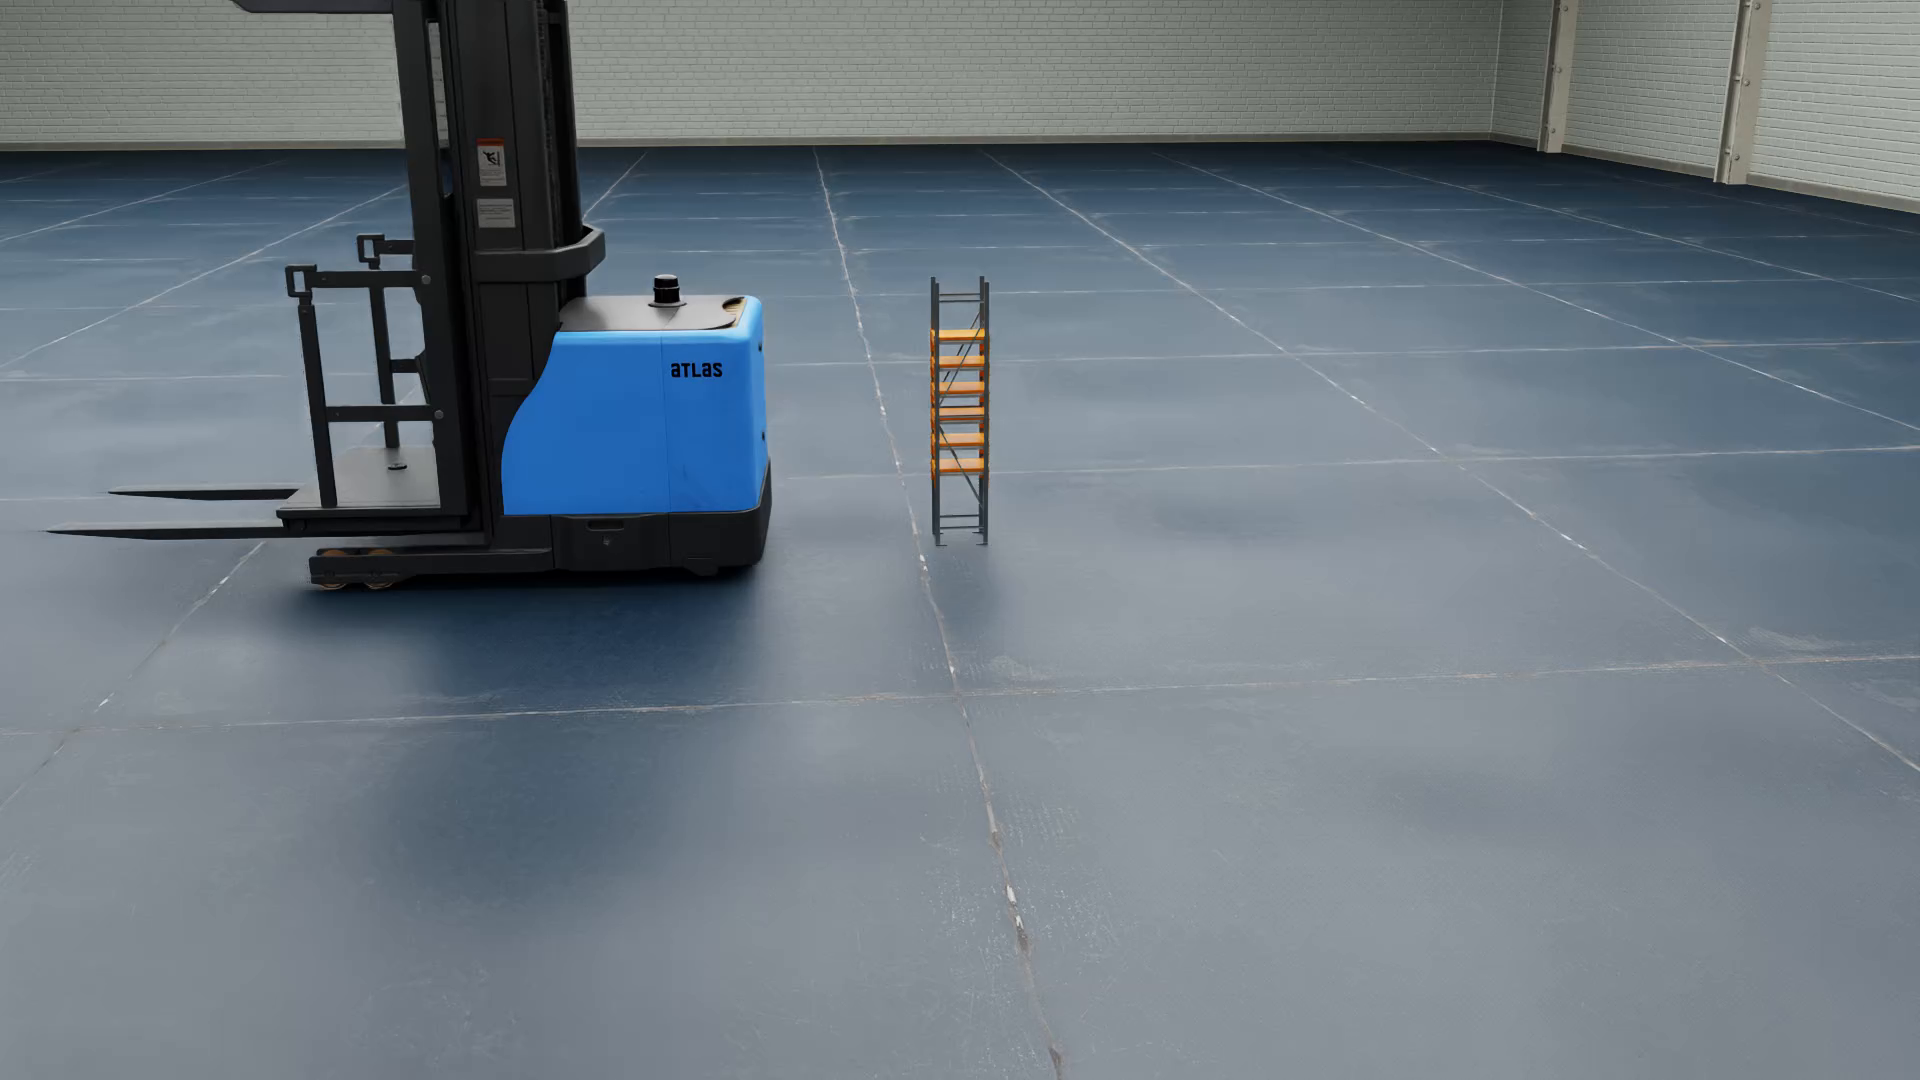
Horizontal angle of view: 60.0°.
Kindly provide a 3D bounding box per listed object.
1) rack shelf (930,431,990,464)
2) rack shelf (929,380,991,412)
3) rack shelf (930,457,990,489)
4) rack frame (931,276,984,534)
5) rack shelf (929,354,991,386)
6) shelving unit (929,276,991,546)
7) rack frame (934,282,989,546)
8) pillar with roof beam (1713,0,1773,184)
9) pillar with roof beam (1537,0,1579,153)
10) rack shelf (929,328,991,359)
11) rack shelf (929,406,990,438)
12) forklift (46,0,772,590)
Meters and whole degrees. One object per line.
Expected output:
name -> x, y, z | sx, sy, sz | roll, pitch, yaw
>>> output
rack shelf -> -0.001, -0.420, 7.560 | 0.258, 0.103, 0.180 | -2, 18, -6
rack shelf -> -0.001, -0.649, 7.488 | 0.258, 0.103, 0.180 | -2, 18, -6
rack shelf -> -0.001, -0.305, 7.596 | 0.258, 0.103, 0.180 | -2, 18, -6
rack frame -> -0.011, -0.604, 7.598 | 0.240, 1.200, 0.006 | -2, 18, -6
rack shelf -> -0.002, -0.763, 7.453 | 0.258, 0.103, 0.180 | -2, 18, -6
shelving unit -> -0.001, -0.577, 7.511 | 0.258, 1.200, 0.189 | -2, 18, -6
rack frame -> 0.008, -0.550, 7.424 | 0.240, 1.200, 0.006 | -2, 18, -6
pillar with roof beam -> 6.973, -9.377, 22.522 | 9.100, 9.000, 0.400 | -2, 18, -6
pillar with roof beam -> 6.354, -11.165, 28.216 | 9.100, 9.000, 0.400 | -2, 18, -6
rack shelf -> -0.002, -0.878, 7.417 | 0.258, 0.103, 0.180 | -2, 18, -6
rack shelf -> -0.001, -0.534, 7.524 | 0.258, 0.103, 0.180 | -2, 18, -6
forklift -> -2.392, -1.351, 7.087 | 3.031, 2.935, 1.130 | -1, 17, -3
